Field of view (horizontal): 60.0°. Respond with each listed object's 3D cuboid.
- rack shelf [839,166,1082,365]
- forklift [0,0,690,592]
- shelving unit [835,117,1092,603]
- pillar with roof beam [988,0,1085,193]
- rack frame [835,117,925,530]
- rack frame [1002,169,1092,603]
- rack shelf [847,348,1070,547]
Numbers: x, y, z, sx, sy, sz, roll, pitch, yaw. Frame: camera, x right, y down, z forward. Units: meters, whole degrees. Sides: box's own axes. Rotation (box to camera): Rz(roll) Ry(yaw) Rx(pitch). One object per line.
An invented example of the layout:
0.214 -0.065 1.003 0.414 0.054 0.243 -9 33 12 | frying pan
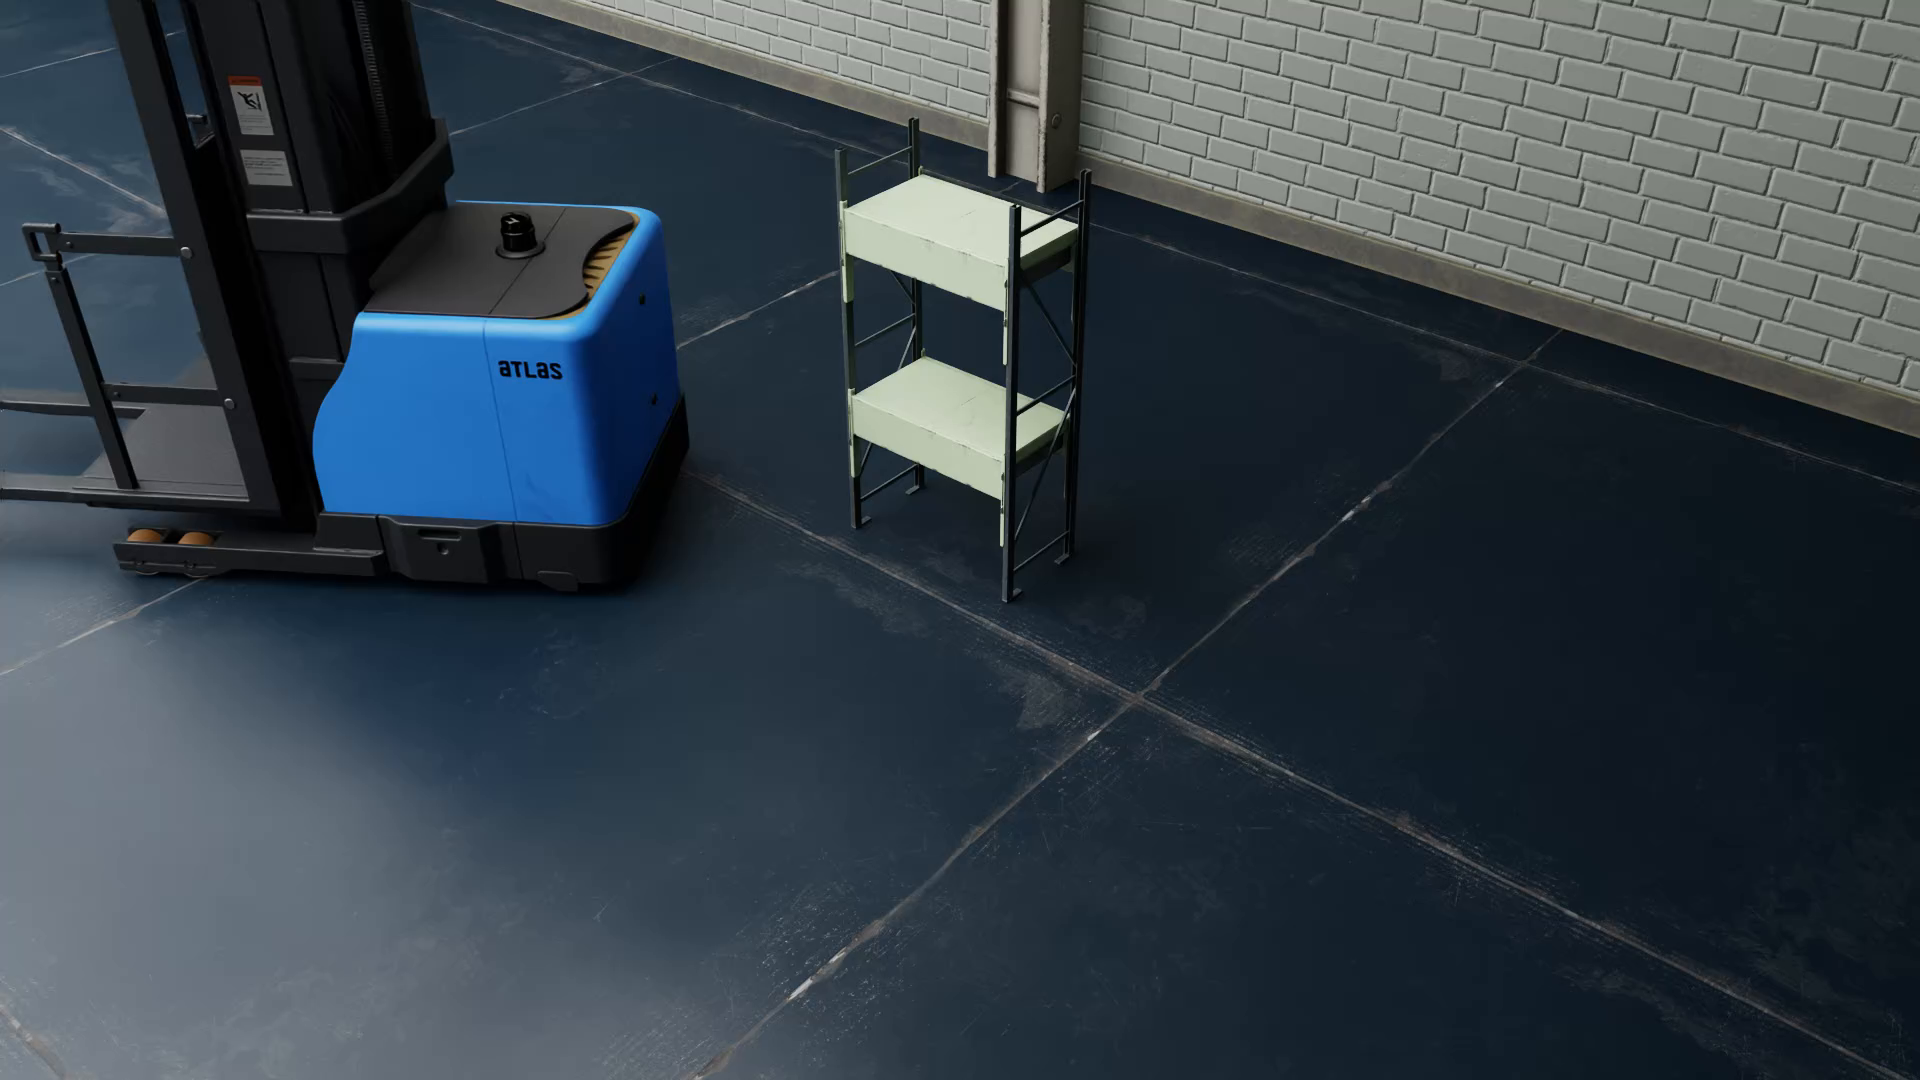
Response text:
0.005 -0.938 5.601 0.720 0.370 0.431 25 42 32 | rack shelf
-2.633 -1.364 5.646 3.031 2.935 1.130 3 35 4 | forklift
0.005 -0.616 5.822 0.755 1.500 0.431 25 42 32 | shelving unit
-2.353 -3.847 3.902 0.400 9.000 9.100 25 42 32 | pillar with roof beam
-0.276 -0.748 6.015 0.023 1.500 0.400 25 42 32 | rack frame
0.286 -0.483 5.629 0.023 1.500 0.400 25 42 32 | rack frame
0.005 -0.347 6.006 0.720 0.370 0.431 25 42 32 | rack shelf
